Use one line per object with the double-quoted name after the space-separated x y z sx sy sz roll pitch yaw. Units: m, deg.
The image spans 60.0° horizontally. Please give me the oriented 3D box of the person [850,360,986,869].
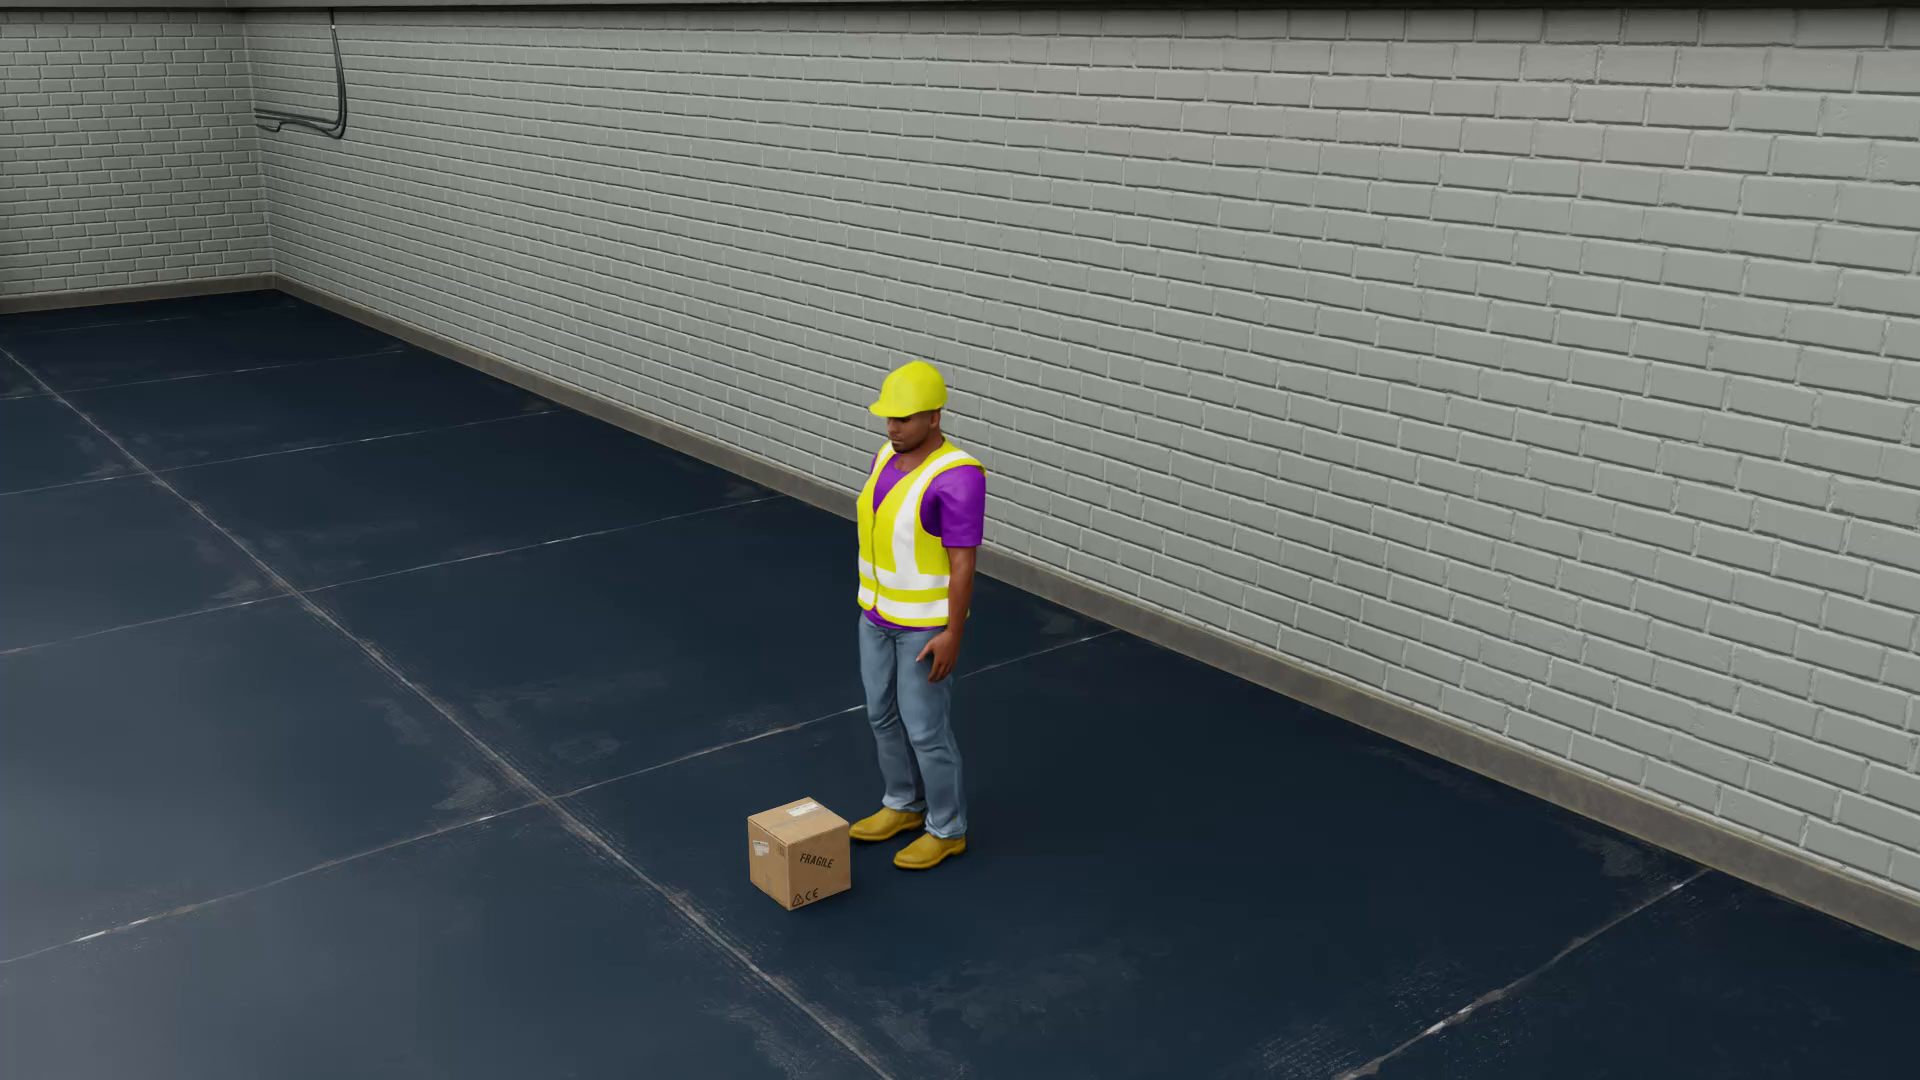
-0.156 0.257 5.705 0.366 1.763 0.565 -13 22 -35 "person"
